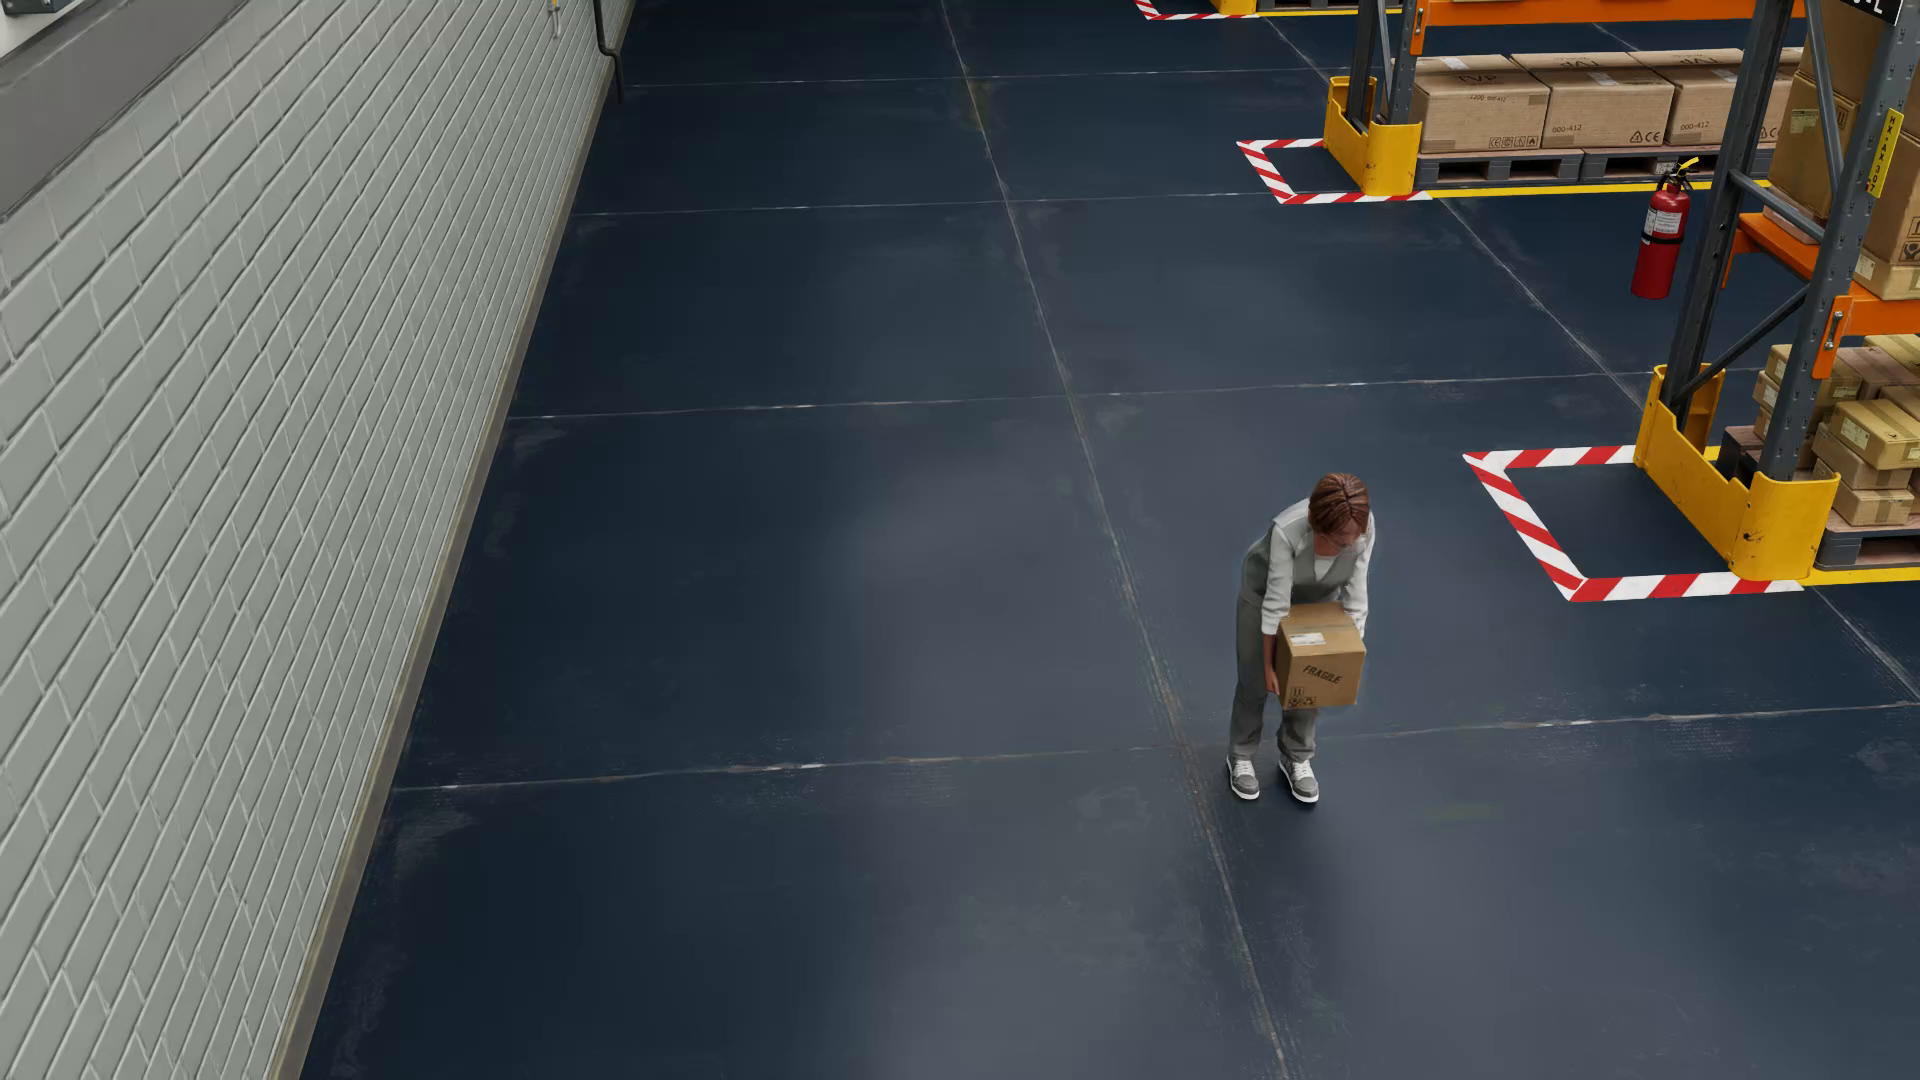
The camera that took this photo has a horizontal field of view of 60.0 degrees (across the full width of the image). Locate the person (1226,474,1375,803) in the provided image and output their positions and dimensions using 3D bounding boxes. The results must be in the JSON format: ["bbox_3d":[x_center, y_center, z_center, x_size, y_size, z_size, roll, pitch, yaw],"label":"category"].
[{"bbox_3d":[1.173,0.331,5.745,0.373,1.457,0.637,-3,32,-5],"label":"person"}]
